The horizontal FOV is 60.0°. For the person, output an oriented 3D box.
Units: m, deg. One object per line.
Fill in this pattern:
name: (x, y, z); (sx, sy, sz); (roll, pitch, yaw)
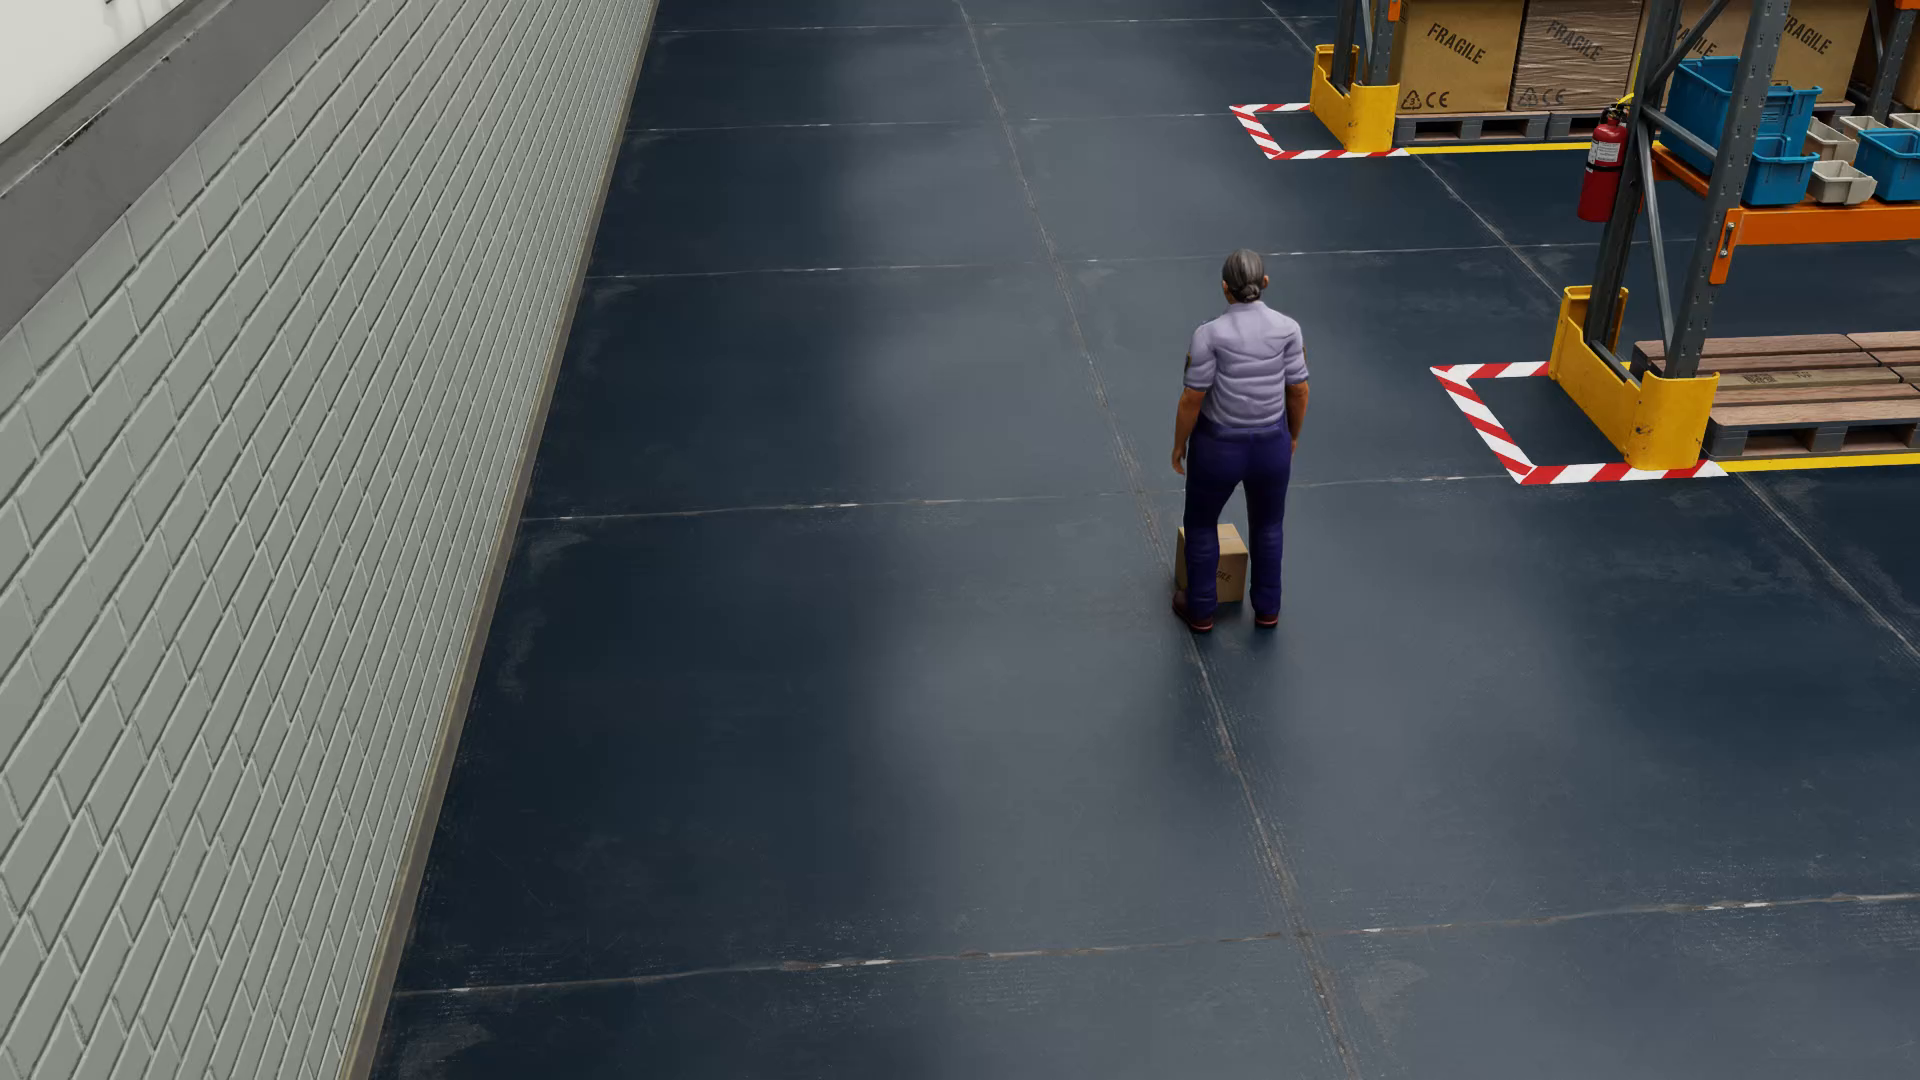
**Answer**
person: (1.138, -0.371, 6.752); (0.555, 1.652, 0.365); (-4, 31, -6)
